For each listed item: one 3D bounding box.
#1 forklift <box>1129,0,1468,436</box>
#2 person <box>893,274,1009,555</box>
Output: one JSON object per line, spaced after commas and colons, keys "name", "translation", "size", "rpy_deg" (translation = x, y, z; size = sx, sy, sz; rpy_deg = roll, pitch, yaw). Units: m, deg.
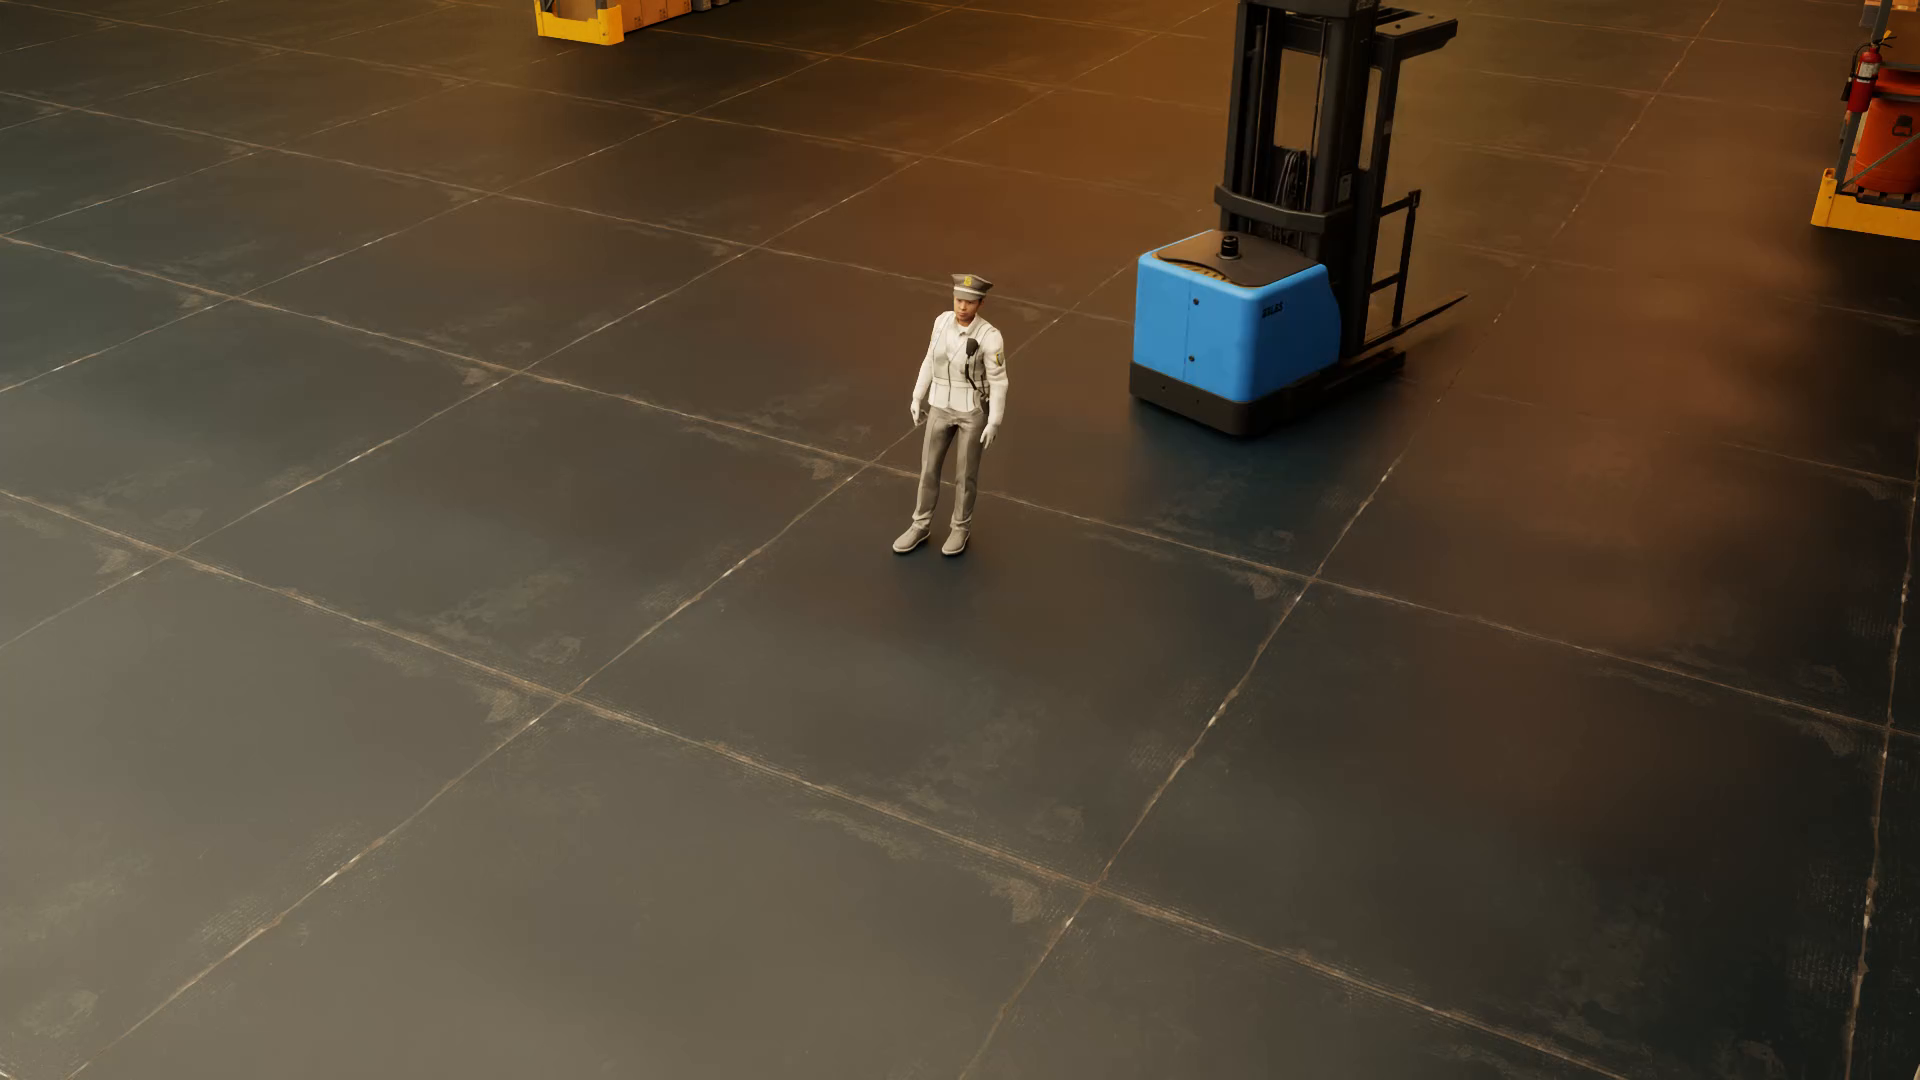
{"name": "forklift", "translation": [2.602, -2.587, 11.554], "size": [3.031, 2.935, 1.130], "rpy_deg": [-25, 38, -37]}
{"name": "person", "translation": [-0.040, -0.712, 9.526], "size": [0.586, 1.694, 0.530], "rpy_deg": [15, 33, 25]}
